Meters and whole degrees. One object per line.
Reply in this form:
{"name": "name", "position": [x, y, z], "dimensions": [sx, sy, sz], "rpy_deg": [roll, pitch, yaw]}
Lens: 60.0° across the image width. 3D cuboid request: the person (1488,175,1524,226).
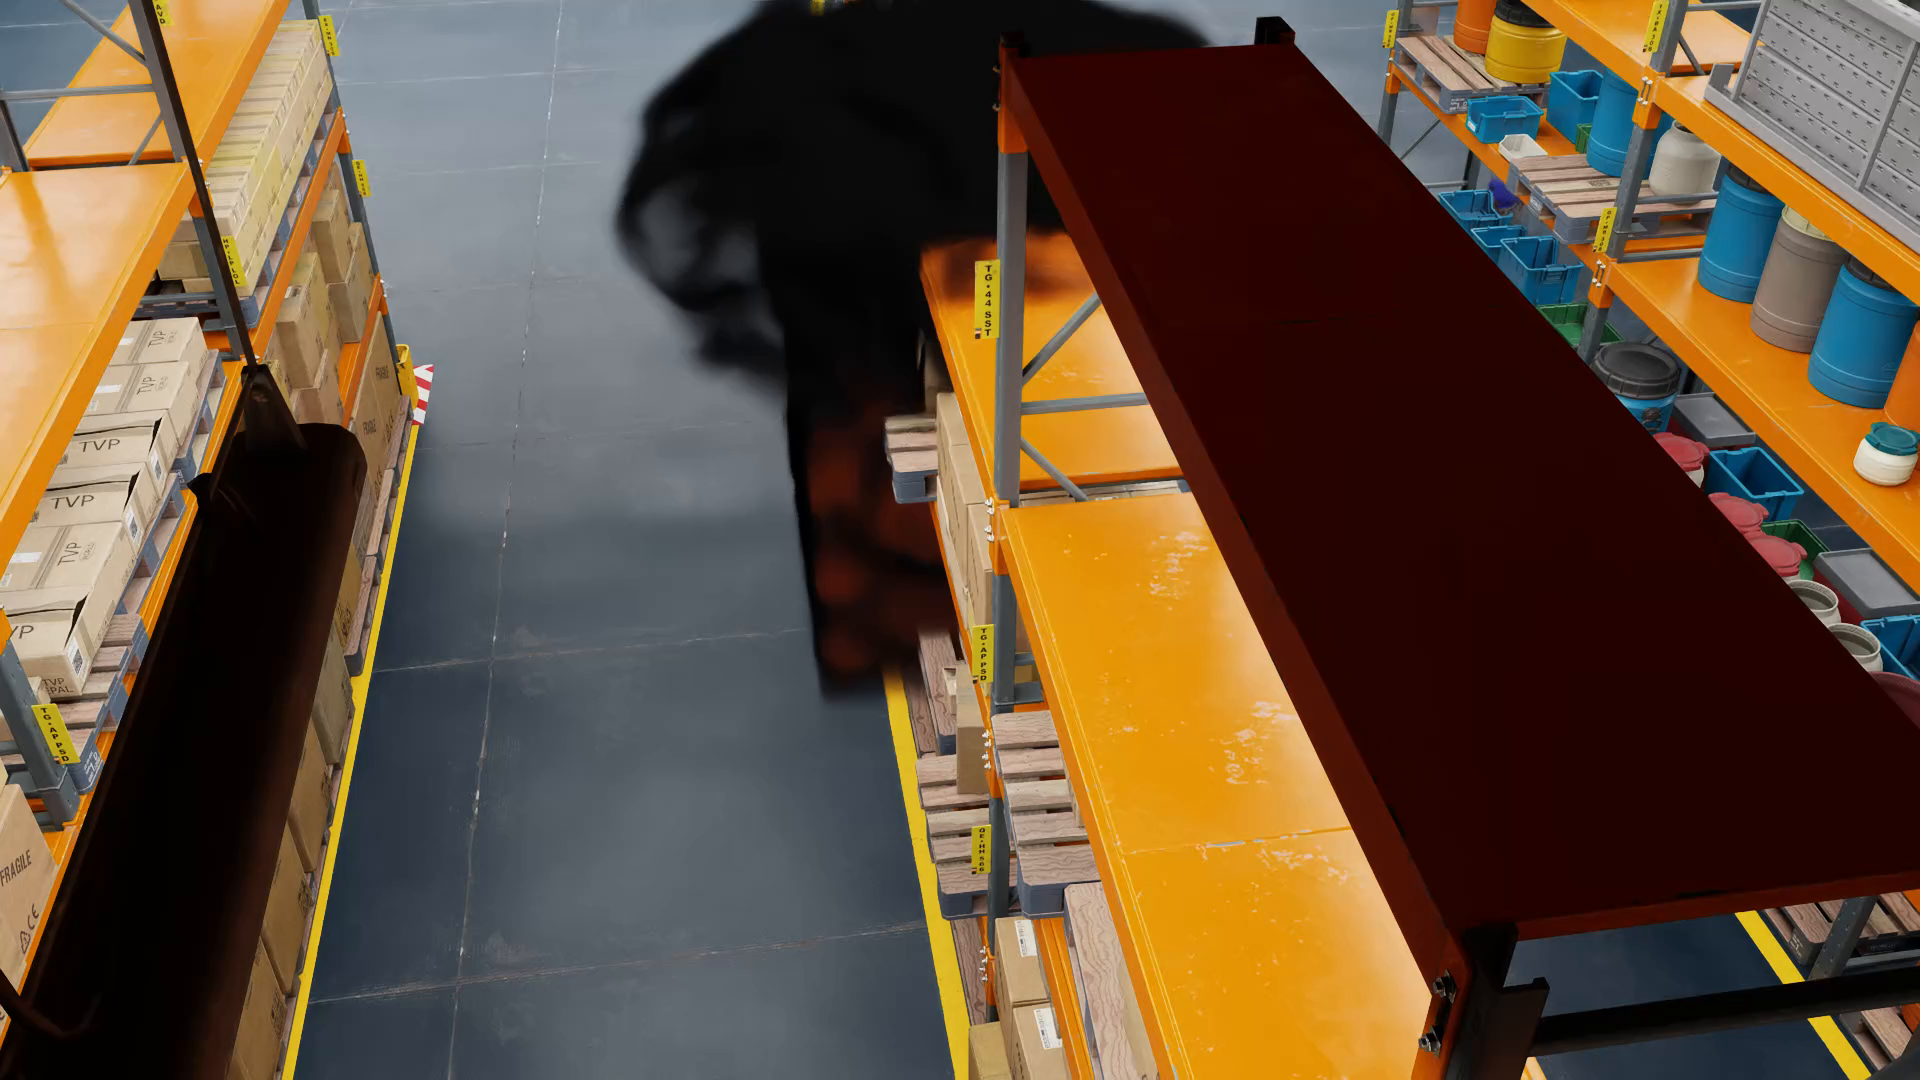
{"name": "person", "position": [5.388, -3.140, 16.417], "dimensions": [0.676, 1.616, 0.605], "rpy_deg": [29, 45, 33]}
